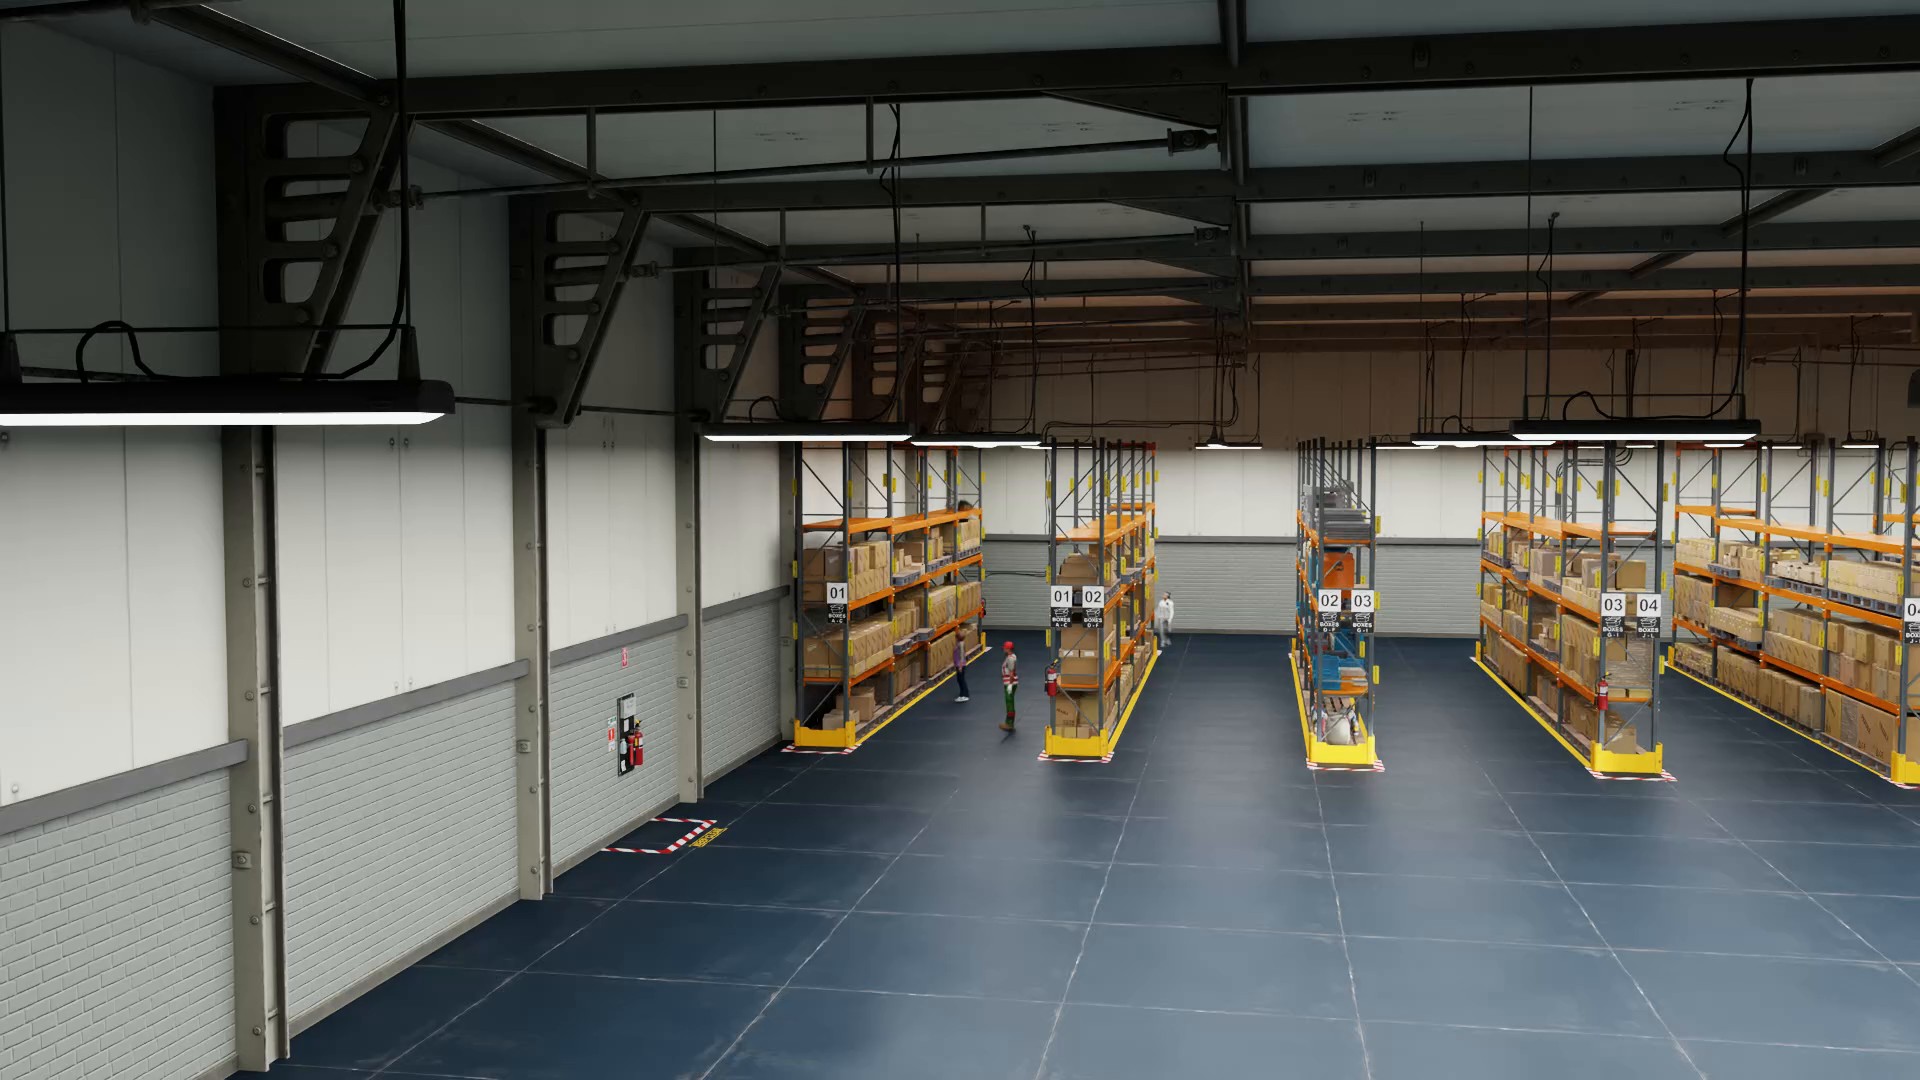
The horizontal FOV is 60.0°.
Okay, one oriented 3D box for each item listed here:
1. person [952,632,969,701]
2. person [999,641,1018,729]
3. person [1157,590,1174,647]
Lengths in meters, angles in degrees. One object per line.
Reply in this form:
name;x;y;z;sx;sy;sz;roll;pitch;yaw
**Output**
person;0.022;2.909;38.160;0.367;1.622;0.512;-1;3;-11
person;1.006;2.996;34.446;0.405;1.791;0.611;0;3;3
person;6.047;2.305;48.897;0.498;1.677;0.517;1;3;13
